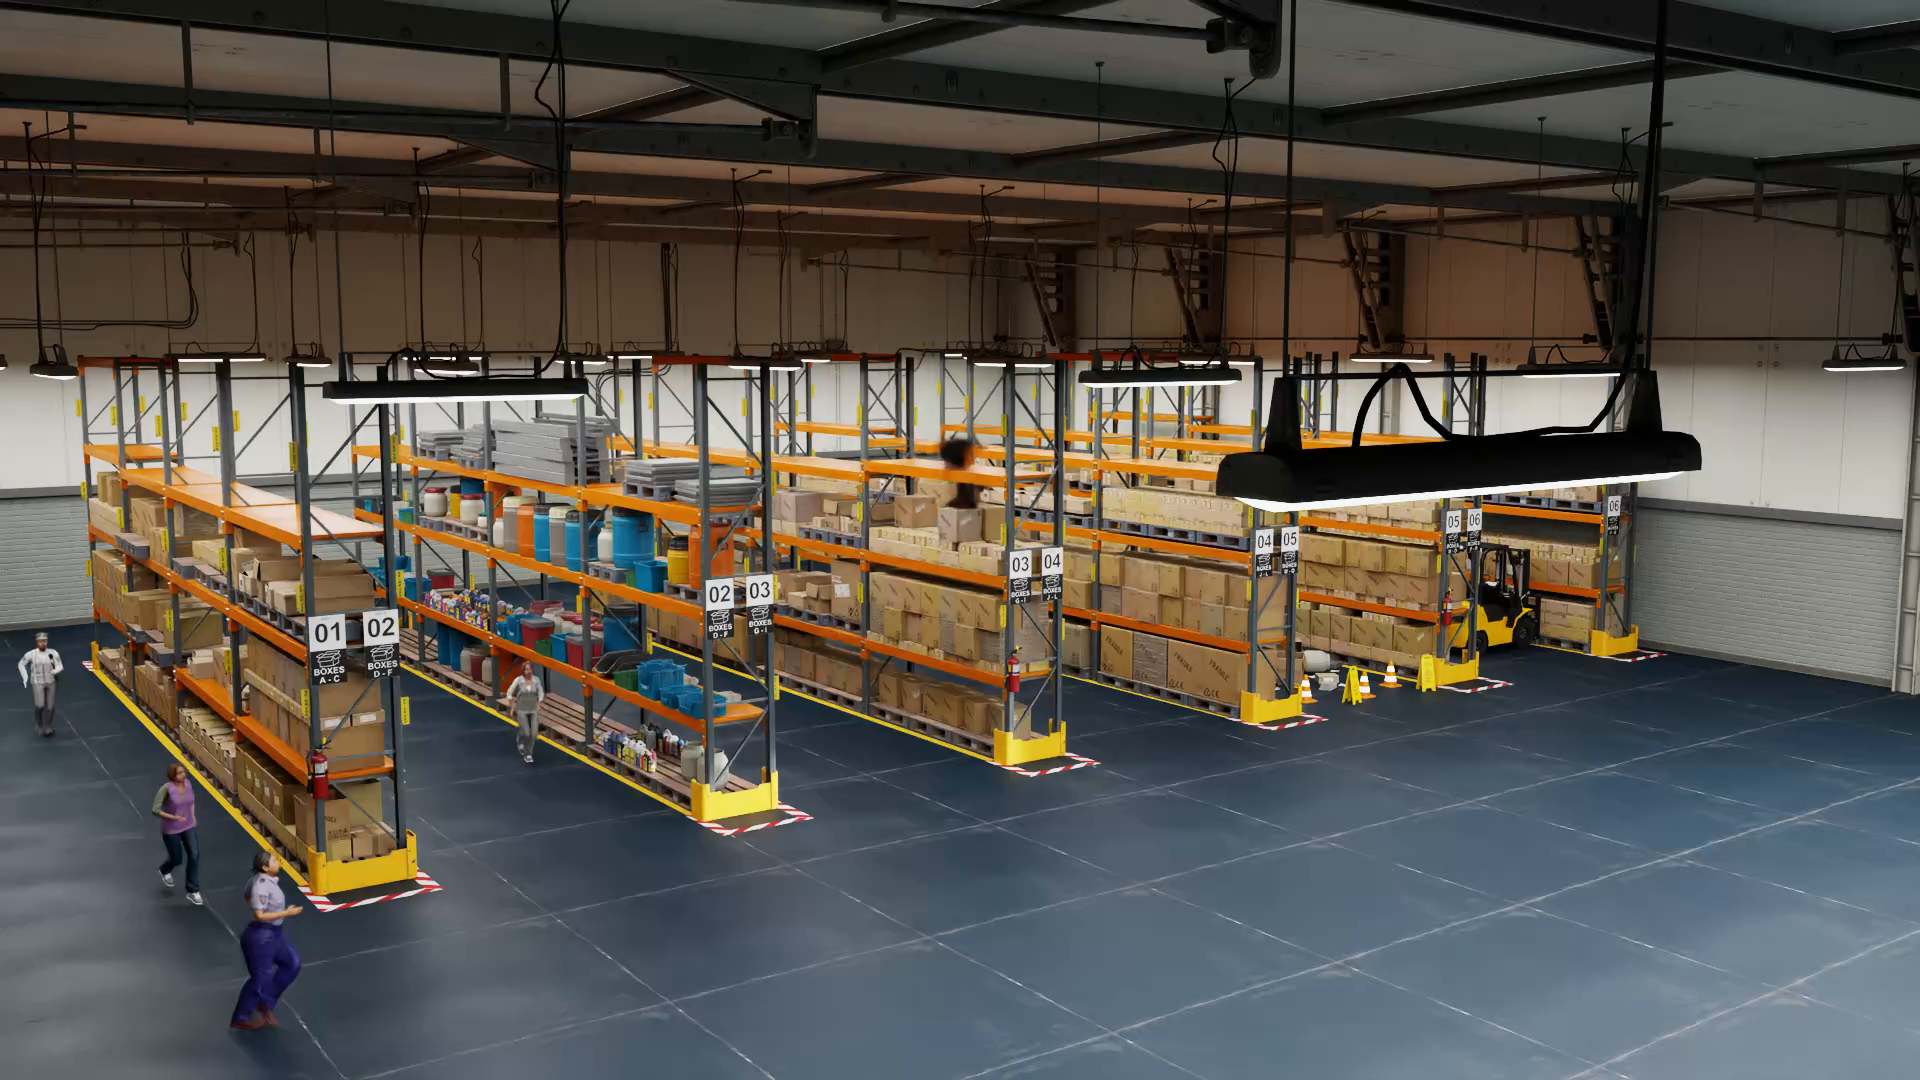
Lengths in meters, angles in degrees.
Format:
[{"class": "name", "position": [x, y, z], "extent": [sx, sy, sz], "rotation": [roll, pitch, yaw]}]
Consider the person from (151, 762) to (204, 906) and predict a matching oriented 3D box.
[{"class": "person", "position": [-8.847, 3.284, 18.784], "extent": [0.809, 1.602, 0.567], "rotation": [6, 9, 39]}]

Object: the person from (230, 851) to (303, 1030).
[{"class": "person", "position": [-6.381, 3.687, 15.358], "extent": [0.662, 1.653, 0.594], "rotation": [-1, 7, -8]}]

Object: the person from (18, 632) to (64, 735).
[{"class": "person", "position": [-14.585, 2.289, 26.450], "extent": [0.608, 1.657, 0.611], "rotation": [-5, 9, -36]}]

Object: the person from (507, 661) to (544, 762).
[{"class": "person", "position": [-6.445, 2.568, 24.757], "extent": [0.533, 1.545, 0.569], "rotation": [-3, 8, -26]}]
